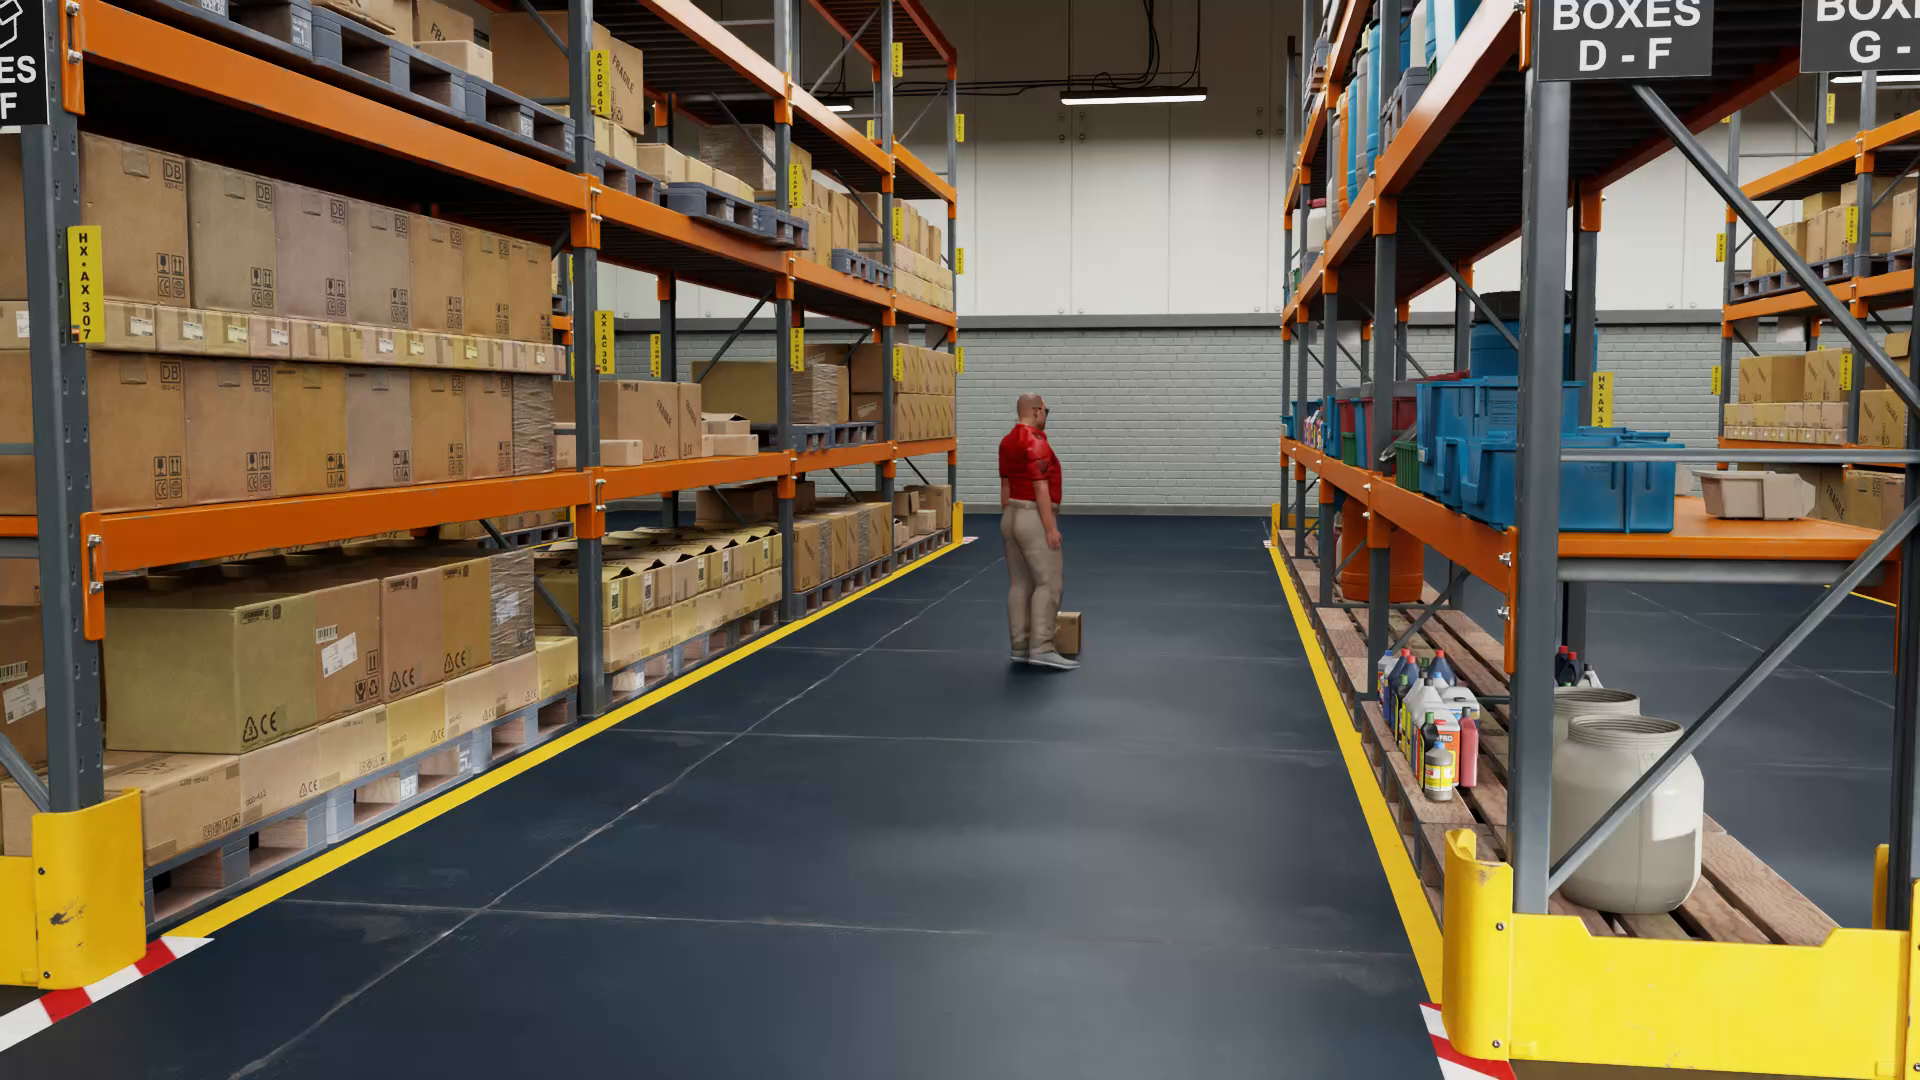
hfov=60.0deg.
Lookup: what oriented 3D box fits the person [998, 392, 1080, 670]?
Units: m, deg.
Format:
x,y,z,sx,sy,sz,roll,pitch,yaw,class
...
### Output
x,y,z,sx,sy,sz,roll,pitch,yaw,class
0.488,-0.064,10.578,0.385,1.745,0.638,-2,5,-26,person
